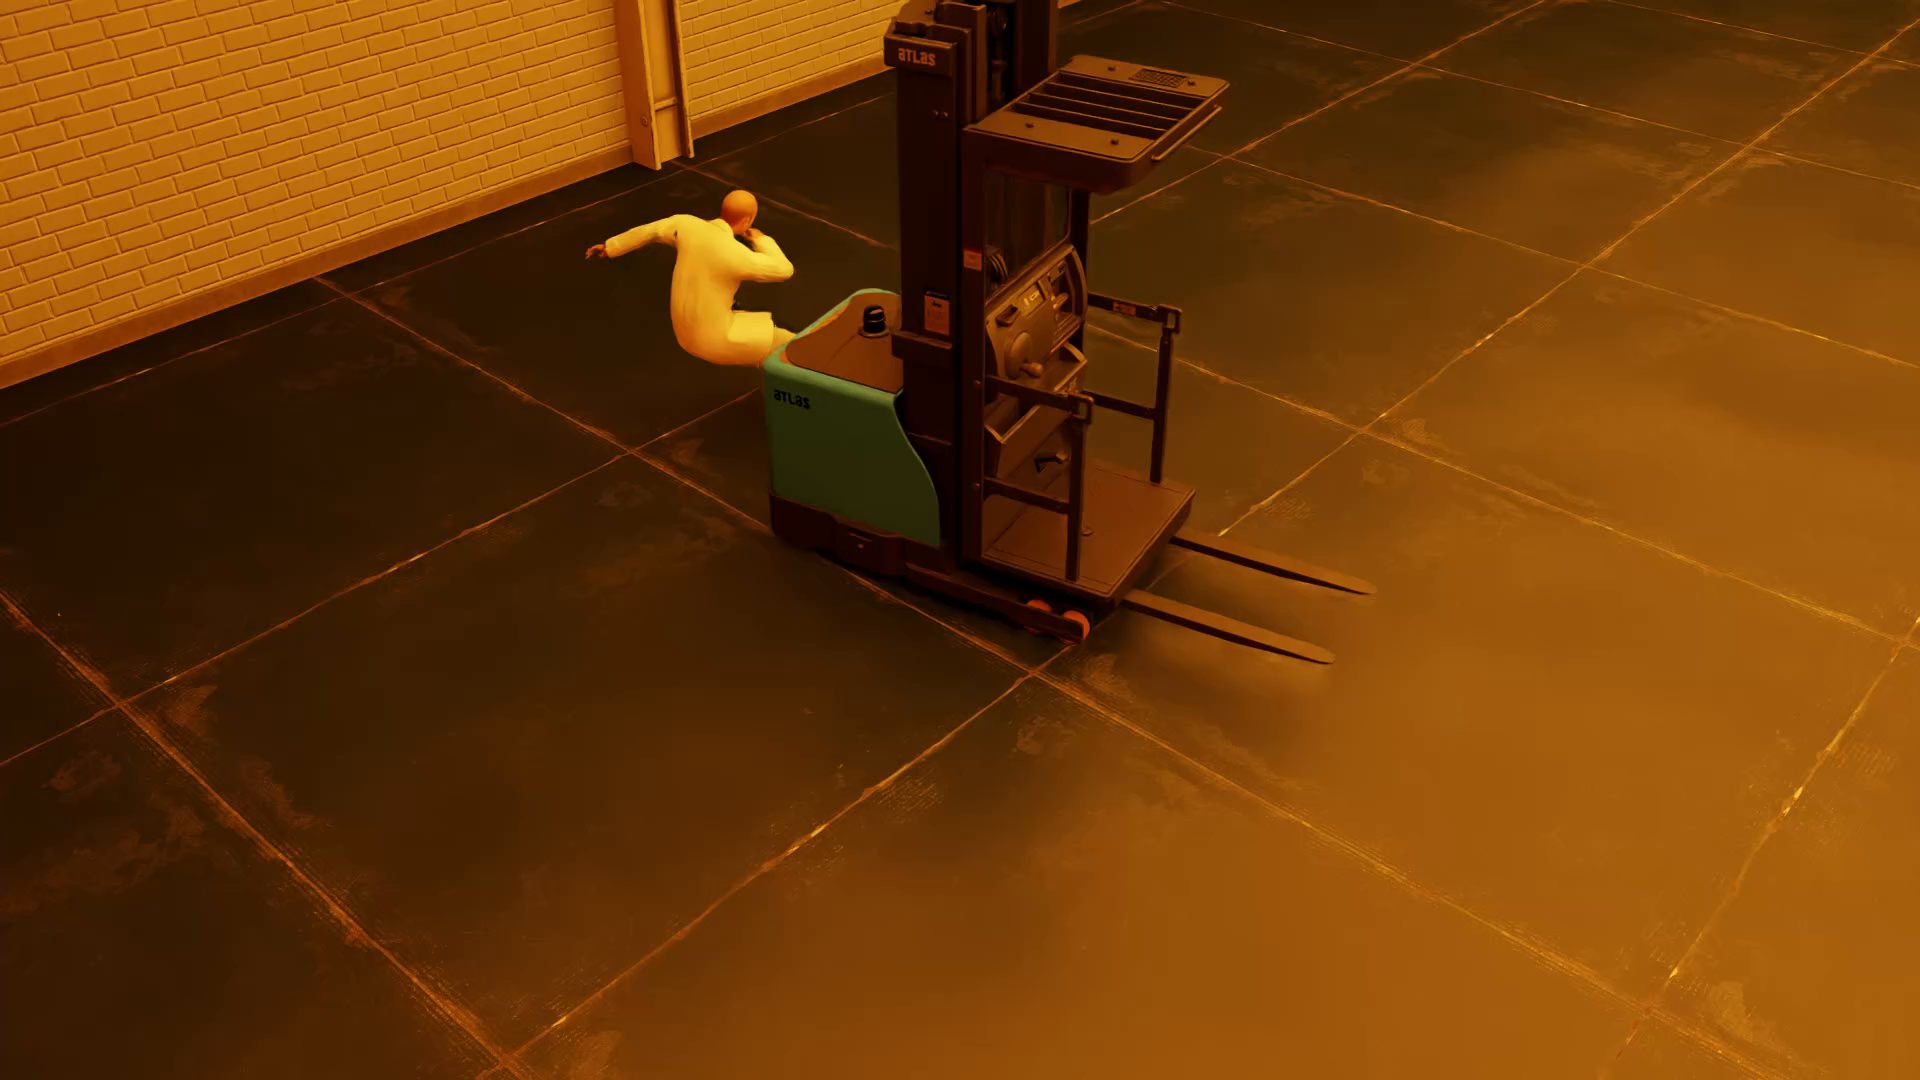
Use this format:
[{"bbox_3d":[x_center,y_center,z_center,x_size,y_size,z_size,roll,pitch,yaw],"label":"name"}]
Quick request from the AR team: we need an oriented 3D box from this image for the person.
[{"bbox_3d":[-1.348,-1.357,9.503,1.200,1.485,1.029,28,44,34],"label":"person"}]

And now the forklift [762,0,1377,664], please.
[{"bbox_3d":[0.542,-1.042,7.733,3.031,2.935,1.130,18,38,24],"label":"forklift"}]
